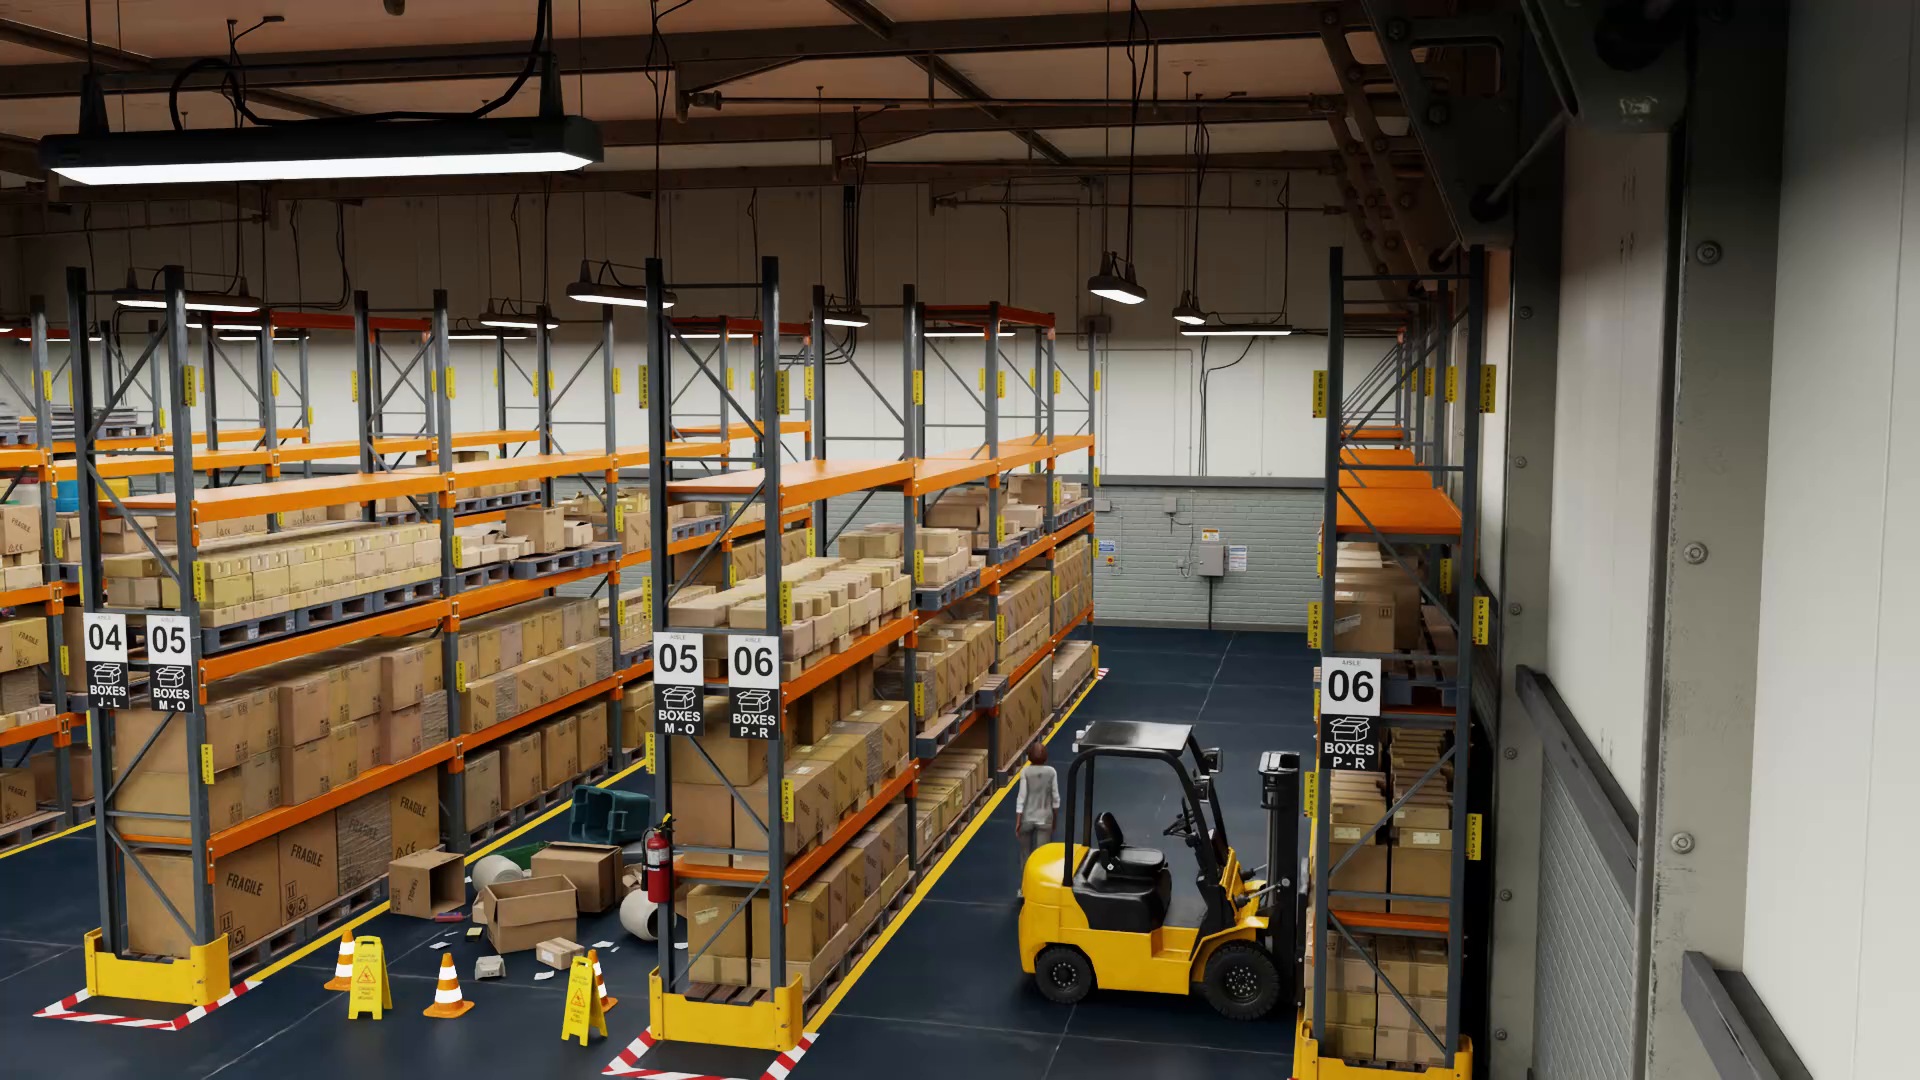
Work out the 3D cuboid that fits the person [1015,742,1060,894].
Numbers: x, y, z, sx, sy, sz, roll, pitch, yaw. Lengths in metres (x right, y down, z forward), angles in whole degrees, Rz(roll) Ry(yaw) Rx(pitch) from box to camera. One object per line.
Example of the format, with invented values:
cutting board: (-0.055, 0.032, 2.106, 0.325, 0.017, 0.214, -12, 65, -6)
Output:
person: (0.755, 2.755, 16.164, 0.434, 1.598, 0.724, 0, 6, 3)
